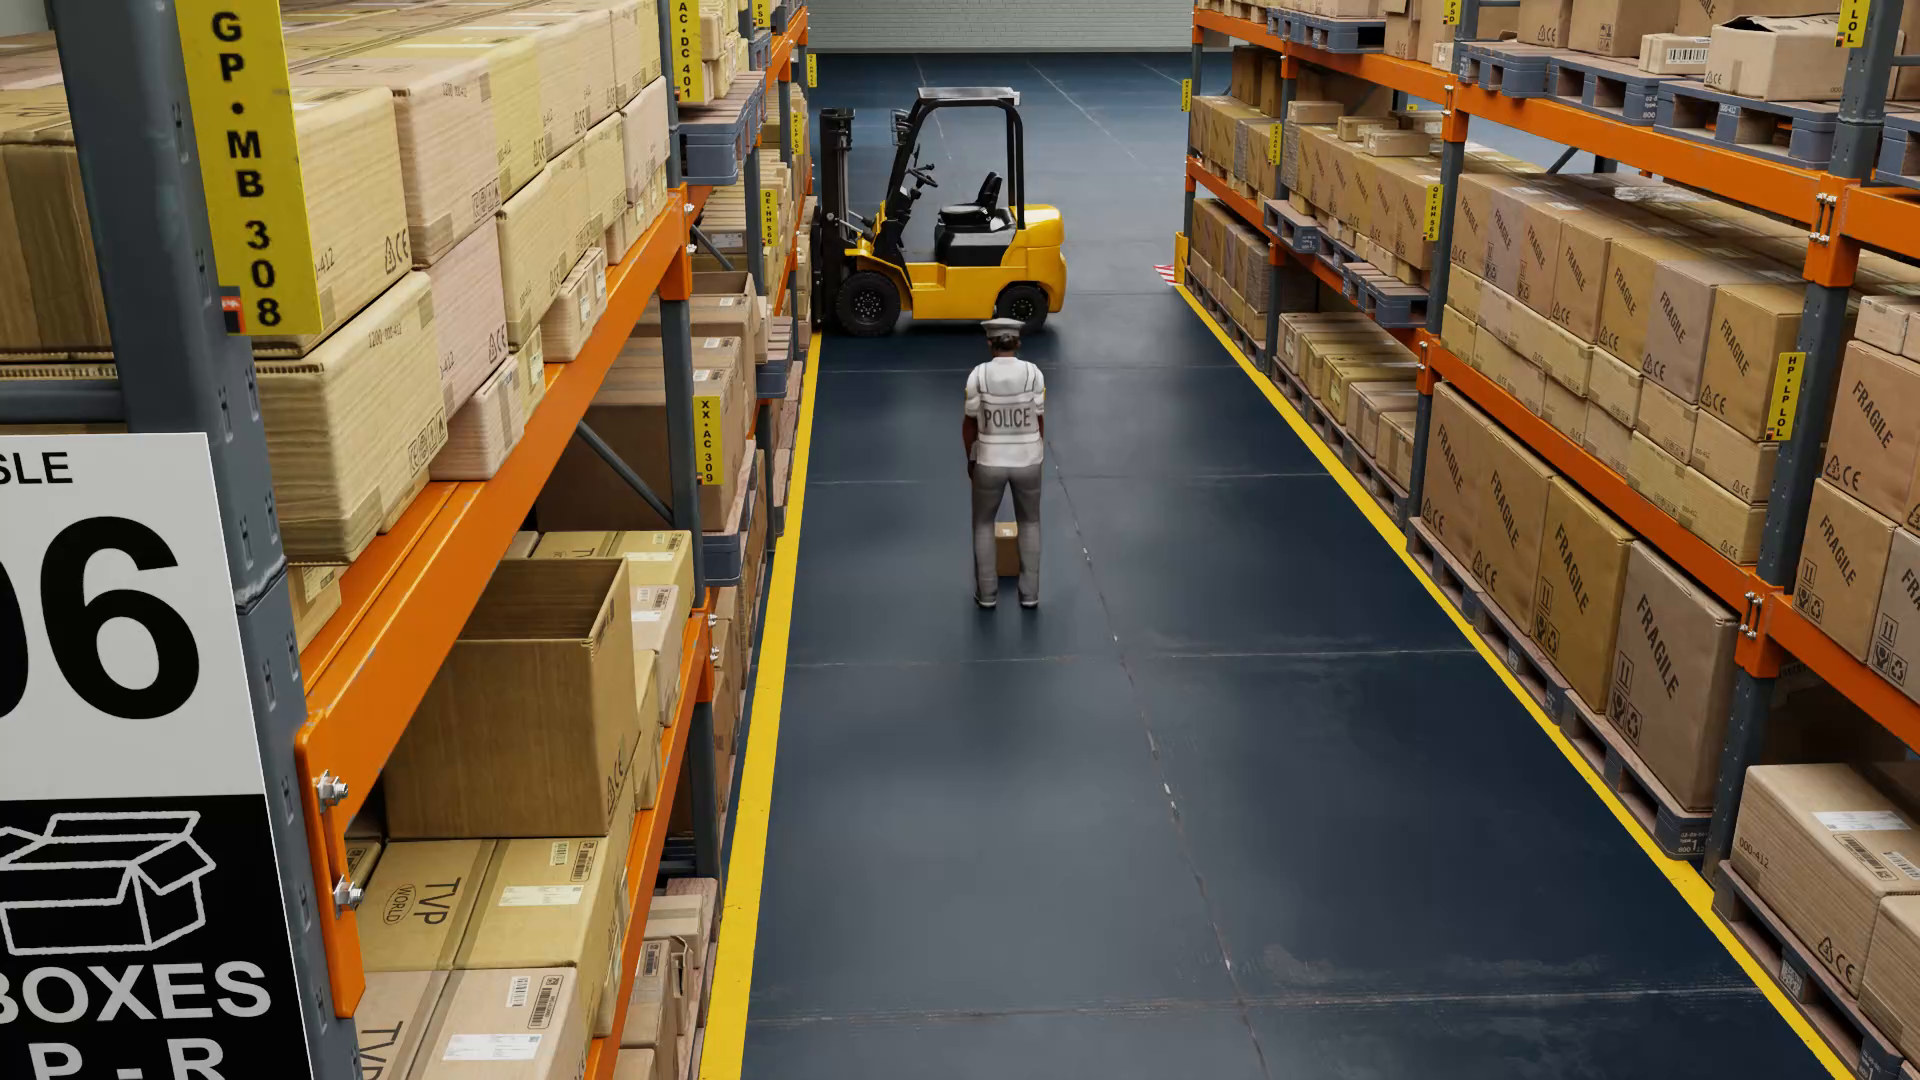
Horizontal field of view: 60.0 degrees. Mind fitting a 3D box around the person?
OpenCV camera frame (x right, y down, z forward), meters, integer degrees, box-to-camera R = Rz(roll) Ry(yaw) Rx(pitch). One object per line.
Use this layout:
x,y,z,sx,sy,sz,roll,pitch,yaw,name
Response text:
0.238,-0.414,9.240,0.451,1.637,0.410,-1,21,-2,person
